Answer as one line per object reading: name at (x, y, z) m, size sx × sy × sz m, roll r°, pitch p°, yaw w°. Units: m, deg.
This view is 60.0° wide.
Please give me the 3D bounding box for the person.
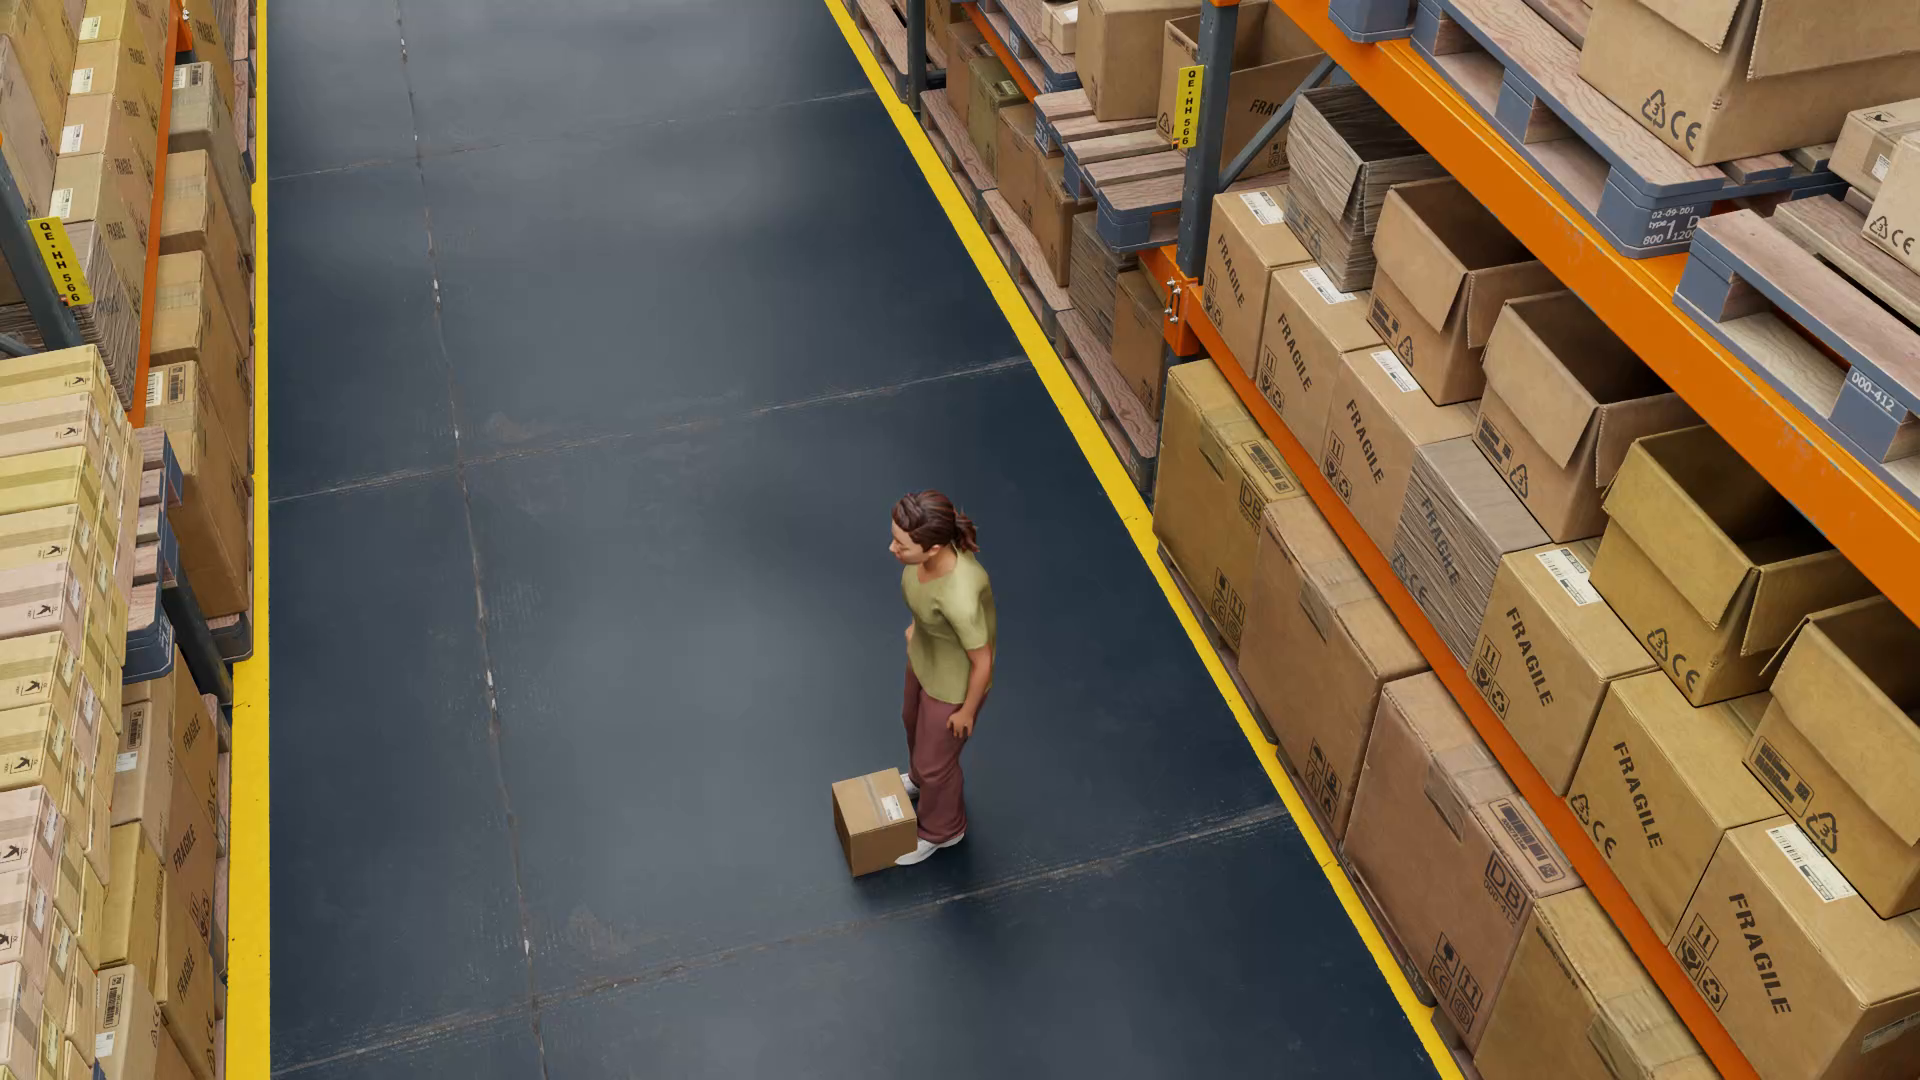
person at (-0.101, 0.453, 5.665) m, size 0.410 × 1.672 × 0.497 m, roll -12°, pitch 44°, yaw -13°
